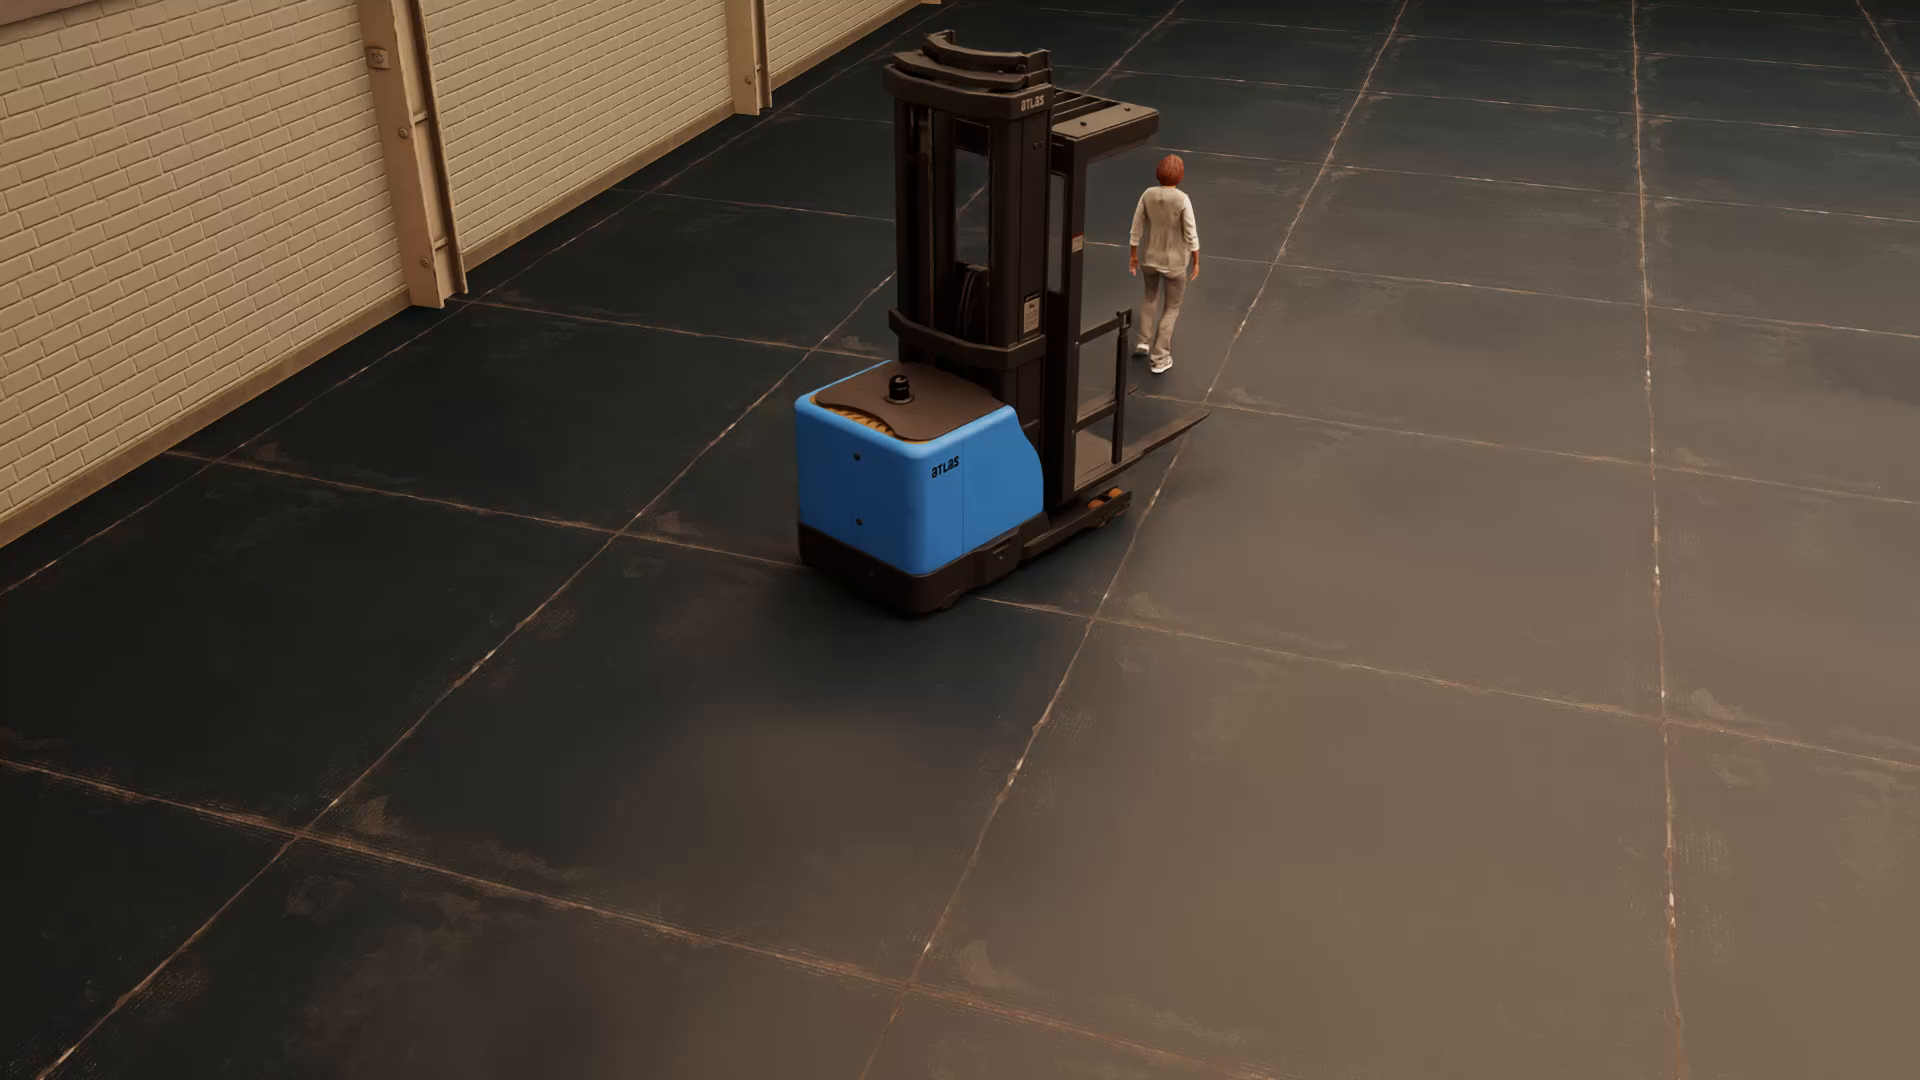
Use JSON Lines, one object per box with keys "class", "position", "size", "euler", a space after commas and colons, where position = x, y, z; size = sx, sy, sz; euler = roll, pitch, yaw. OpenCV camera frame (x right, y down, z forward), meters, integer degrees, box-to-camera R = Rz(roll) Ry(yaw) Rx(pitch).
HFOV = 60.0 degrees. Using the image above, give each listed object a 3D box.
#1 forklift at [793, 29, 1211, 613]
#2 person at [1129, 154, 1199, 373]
{"class": "forklift", "position": [0.417, -1.507, 9.780], "size": [1.130, 2.935, 3.031], "euler": [25, 38, 36]}
{"class": "person", "position": [1.483, -1.984, 12.038], "size": [0.510, 1.627, 0.461], "euler": [16, 34, 26]}
